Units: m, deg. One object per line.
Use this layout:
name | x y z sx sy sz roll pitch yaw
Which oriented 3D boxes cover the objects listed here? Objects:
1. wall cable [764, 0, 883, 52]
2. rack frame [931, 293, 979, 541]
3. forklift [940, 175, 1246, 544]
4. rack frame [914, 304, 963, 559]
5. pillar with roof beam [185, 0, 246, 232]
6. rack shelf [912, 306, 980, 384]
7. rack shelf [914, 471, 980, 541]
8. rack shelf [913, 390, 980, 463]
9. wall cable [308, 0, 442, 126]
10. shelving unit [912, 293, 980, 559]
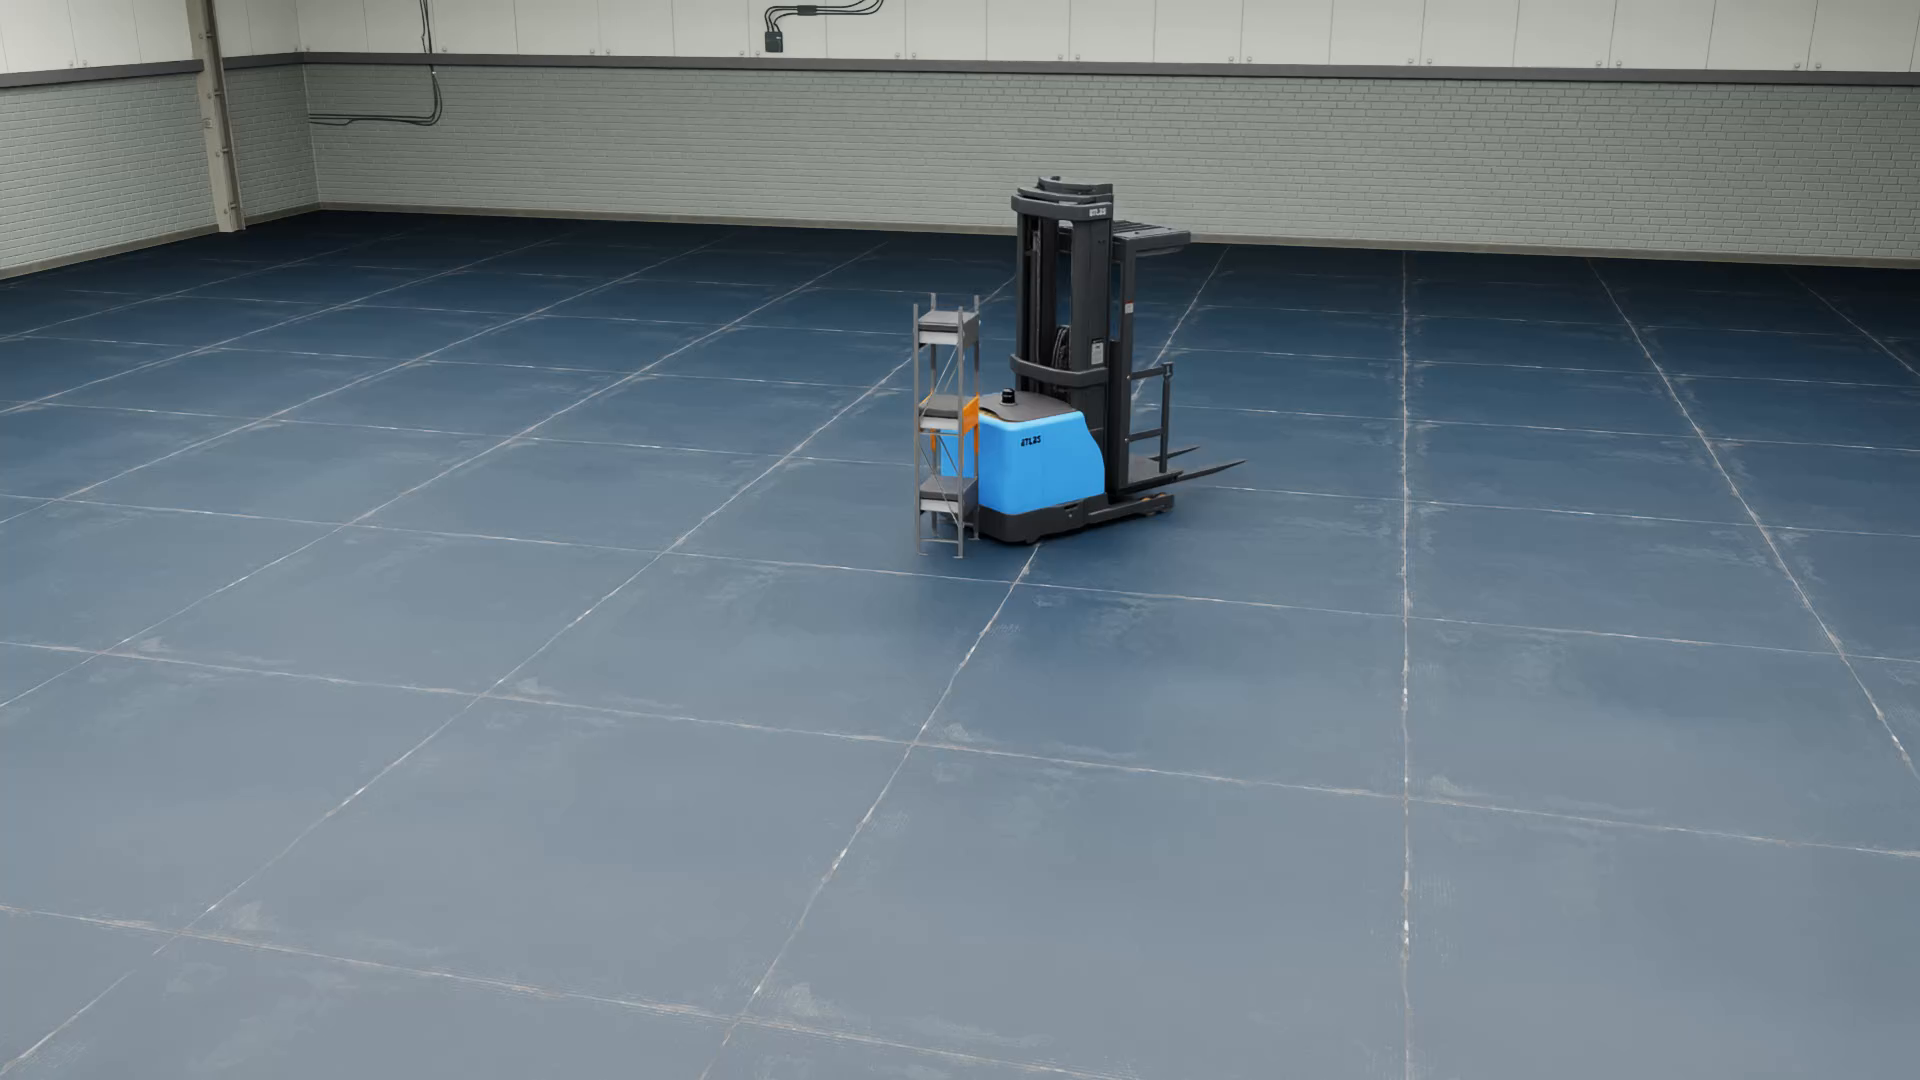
wall cable | -2.452 -11.740 29.374 2.305 6.003 0.169 5 19 13
rack frame | -0.040 -1.005 13.880 0.400 2.100 0.015 5 20 15
forklift | 1.299 -1.719 14.685 3.031 2.935 1.130 -14 23 -35
rack frame | -0.173 -0.853 13.436 0.400 2.100 0.015 5 20 15
pillar with roof beam | -9.481 -9.726 28.741 9.100 9.000 0.400 5 19 13
rack shelf | -0.106 -1.578 13.436 0.431 0.518 0.480 5 20 15
rack shelf | -0.106 -0.253 13.889 0.431 0.518 0.480 5 20 15
rack shelf | -0.106 -0.916 13.662 0.431 0.518 0.480 5 20 15
wall cable | -11.654 -9.416 32.636 3.097 2.526 0.112 5 19 13
shelving unit | -0.106 -0.929 13.658 0.431 2.100 0.503 5 20 15
